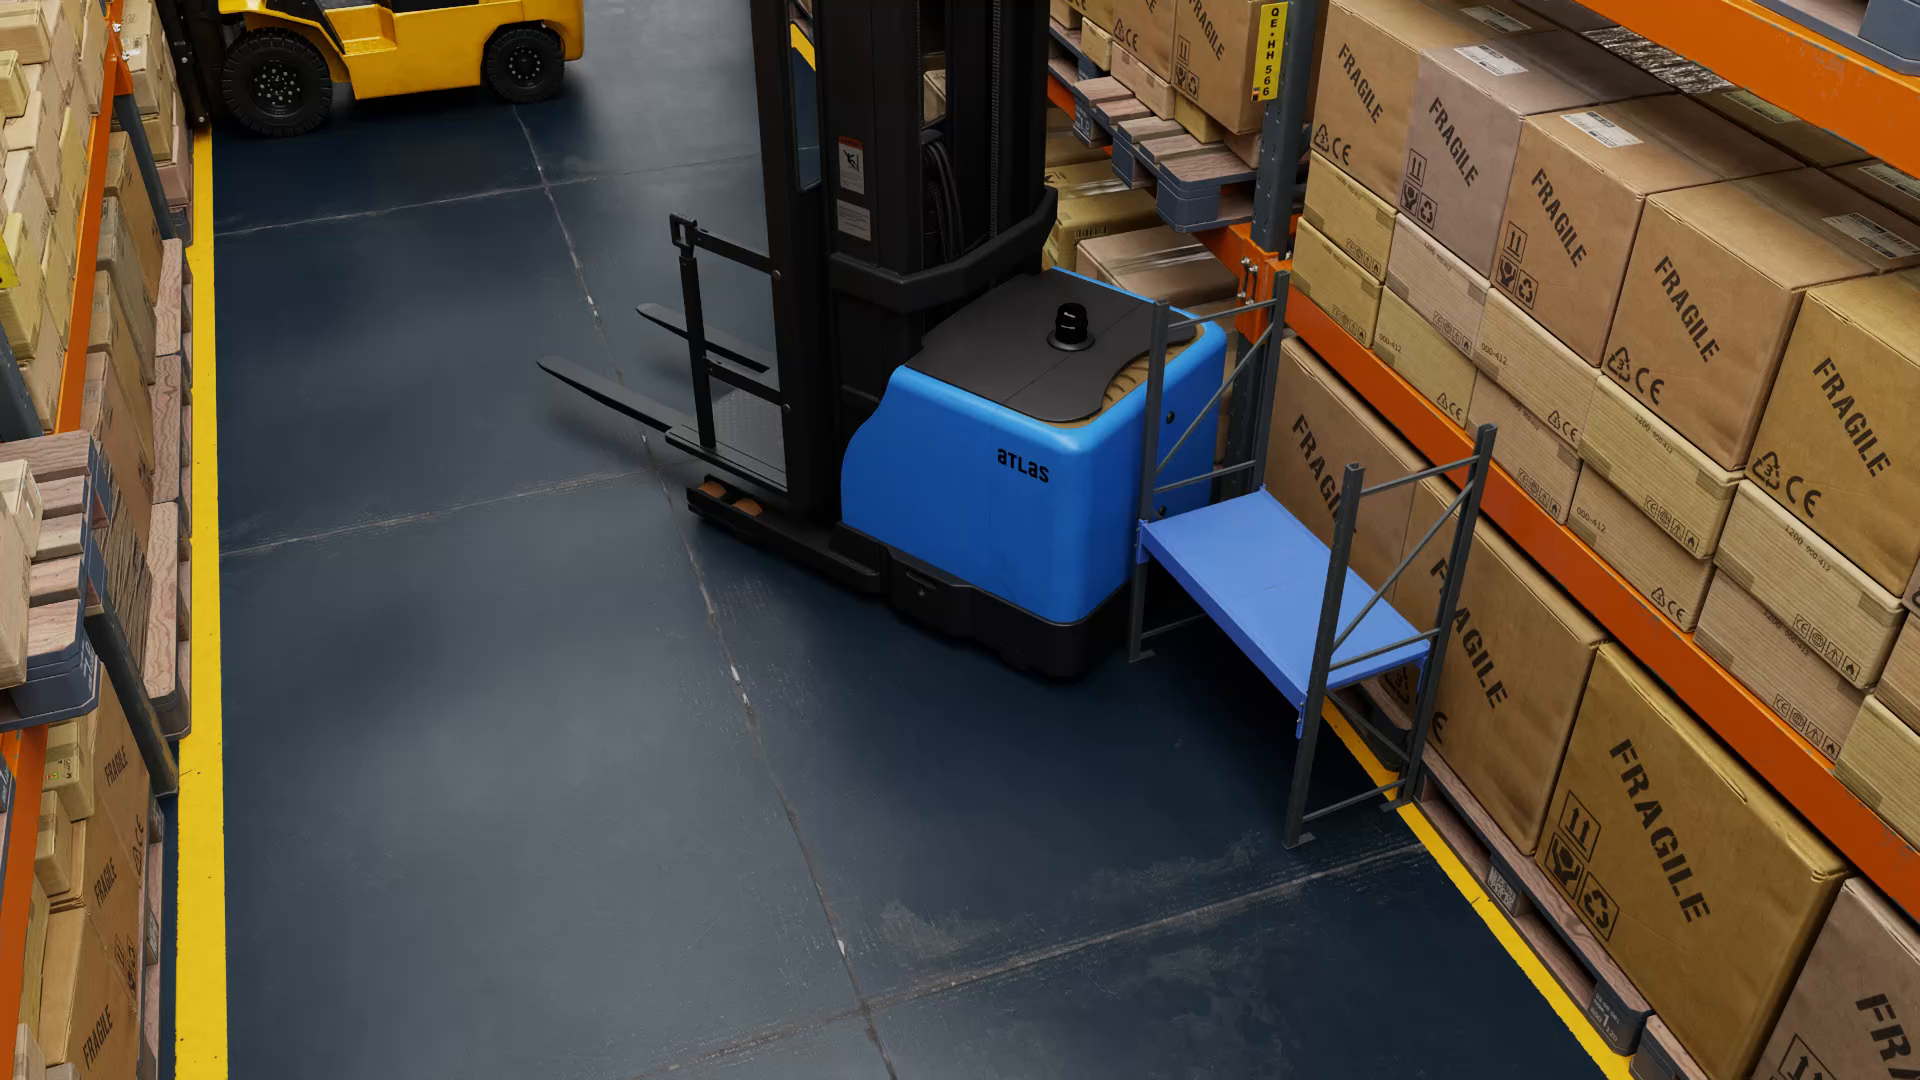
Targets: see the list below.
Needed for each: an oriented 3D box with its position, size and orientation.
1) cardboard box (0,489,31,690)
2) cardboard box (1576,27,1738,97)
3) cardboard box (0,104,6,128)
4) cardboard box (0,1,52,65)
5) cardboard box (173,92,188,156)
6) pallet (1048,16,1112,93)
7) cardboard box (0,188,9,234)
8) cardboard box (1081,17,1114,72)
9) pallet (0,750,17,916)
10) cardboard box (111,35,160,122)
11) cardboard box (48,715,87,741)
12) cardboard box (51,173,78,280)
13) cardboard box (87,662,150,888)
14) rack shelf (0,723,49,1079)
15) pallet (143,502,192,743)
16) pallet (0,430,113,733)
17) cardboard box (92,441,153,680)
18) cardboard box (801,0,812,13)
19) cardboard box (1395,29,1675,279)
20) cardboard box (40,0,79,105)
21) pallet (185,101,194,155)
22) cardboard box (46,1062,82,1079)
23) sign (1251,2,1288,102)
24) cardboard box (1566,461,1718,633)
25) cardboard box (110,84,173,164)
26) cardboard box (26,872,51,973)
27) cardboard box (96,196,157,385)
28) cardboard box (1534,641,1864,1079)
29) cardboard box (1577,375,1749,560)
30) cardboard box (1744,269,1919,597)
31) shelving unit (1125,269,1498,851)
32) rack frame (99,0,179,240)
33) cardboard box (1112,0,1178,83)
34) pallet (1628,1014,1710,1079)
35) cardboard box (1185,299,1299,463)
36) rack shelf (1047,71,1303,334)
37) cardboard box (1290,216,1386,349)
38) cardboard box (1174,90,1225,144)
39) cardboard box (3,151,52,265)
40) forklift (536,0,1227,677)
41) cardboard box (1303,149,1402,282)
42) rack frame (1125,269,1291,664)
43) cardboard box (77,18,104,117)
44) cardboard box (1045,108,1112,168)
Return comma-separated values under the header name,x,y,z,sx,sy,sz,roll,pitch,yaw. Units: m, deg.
name,x,y,z,sx,sy,sz,roll,pitch,yaw
cardboard box,-2.459,0.152,3.831,0.500,0.250,0.500,-14,39,-18
cardboard box,2.141,-1.212,4.952,0.500,0.500,0.500,-12,39,-15
cardboard box,-3.381,-1.381,5.468,0.380,0.149,0.250,-12,39,-15
cardboard box,-3.545,-1.832,6.066,0.380,0.149,0.250,-13,39,-17
cardboard box,-4.548,-2.224,9.146,0.500,0.250,0.500,-13,39,-17
pallet,0.813,-2.332,7.513,1.003,0.211,1.213,-12,39,-16
cardboard box,-3.053,-0.960,4.909,0.380,0.149,0.250,-12,39,-15
cardboard box,0.723,-2.069,6.863,0.380,0.149,0.250,-12,39,-15
pallet,-2.453,0.905,3.215,1.003,0.211,1.213,-12,39,-16
cardboard box,-4.375,-2.336,8.464,0.500,0.250,0.500,-13,39,-17
cardboard box,-2.719,0.529,4.744,0.380,0.149,0.250,-14,39,-18
cardboard box,-3.402,-1.085,5.823,0.500,0.250,0.500,-14,39,-17
cardboard box,-2.779,0.756,4.982,0.500,0.500,0.500,-11,38,-15
rack shelf,-2.438,1.148,3.331,1.077,0.370,4.000,-12,39,-16
pallet,-3.373,0.371,6.082,1.003,0.211,1.213,-12,39,-16
pallet,-2.827,0.176,4.183,1.213,0.211,1.003,-12,39,-16
cardboard box,-3.328,0.156,5.674,0.875,0.625,0.625,-11,38,-15
cardboard box,-0.834,-3.779,11.211,0.500,0.250,0.500,-10,38,-13
cardboard box,1.653,-1.131,4.844,0.500,0.500,0.500,-12,39,-16
cardboard box,-3.740,-1.865,6.442,0.500,0.250,0.500,-12,39,-15
pallet,-5.161,-2.564,9.978,1.003,0.211,1.213,-12,39,-16
cardboard box,-2.238,1.625,3.828,0.500,0.500,0.500,-14,39,-18
sign,1.027,-1.612,5.501,0.100,0.325,0.005,-12,39,-16
cardboard box,2.007,-0.049,4.446,0.500,0.250,0.500,-12,39,-16
cardboard box,-4.379,-2.135,8.613,0.500,0.250,0.500,-13,39,-16
cardboard box,-2.498,0.993,4.128,0.380,0.149,0.250,-11,38,-15
cardboard box,-4.053,-1.016,7.230,0.875,0.625,0.625,-13,39,-16
cardboard box,2.303,0.799,4.613,0.875,0.875,0.875,-11,38,-15
cardboard box,1.974,-0.236,4.279,0.500,0.250,0.500,-12,39,-15
cardboard box,2.179,-0.260,3.689,0.500,0.500,0.500,-11,38,-15
shelving unit,1.063,0.063,5.420,0.538,1.500,1.048,-16,40,-20
rack frame,-4.503,-2.529,7.614,1.000,3.000,0.127,-12,39,-16
cardboard box,0.927,-2.115,6.385,0.500,0.500,0.500,-13,39,-17
pallet,2.573,1.654,4.379,1.003,0.211,1.213,-12,39,-16
cardboard box,1.348,-0.739,7.072,0.950,0.372,0.625,-15,40,-19
rack shelf,0.845,-2.142,7.698,1.077,0.370,4.000,-12,39,-16
cardboard box,1.465,-0.911,5.591,0.500,0.250,0.500,-13,39,-17
cardboard box,1.039,-1.640,6.293,0.380,0.149,0.250,-12,39,-15
cardboard box,-3.221,-0.994,5.285,0.500,0.250,0.500,-11,38,-15
forklift,-0.496,-1.400,6.172,3.031,2.935,1.130,25,44,29
cardboard box,1.475,-1.102,5.428,0.500,0.250,0.500,-13,39,-16
rack frame,0.845,-0.213,5.787,0.500,1.500,0.032,-16,40,-20
cardboard box,-3.906,-1.956,6.978,0.500,0.250,0.500,-13,39,-16
cardboard box,0.590,-1.976,8.715,0.950,0.372,0.625,-10,38,-13
